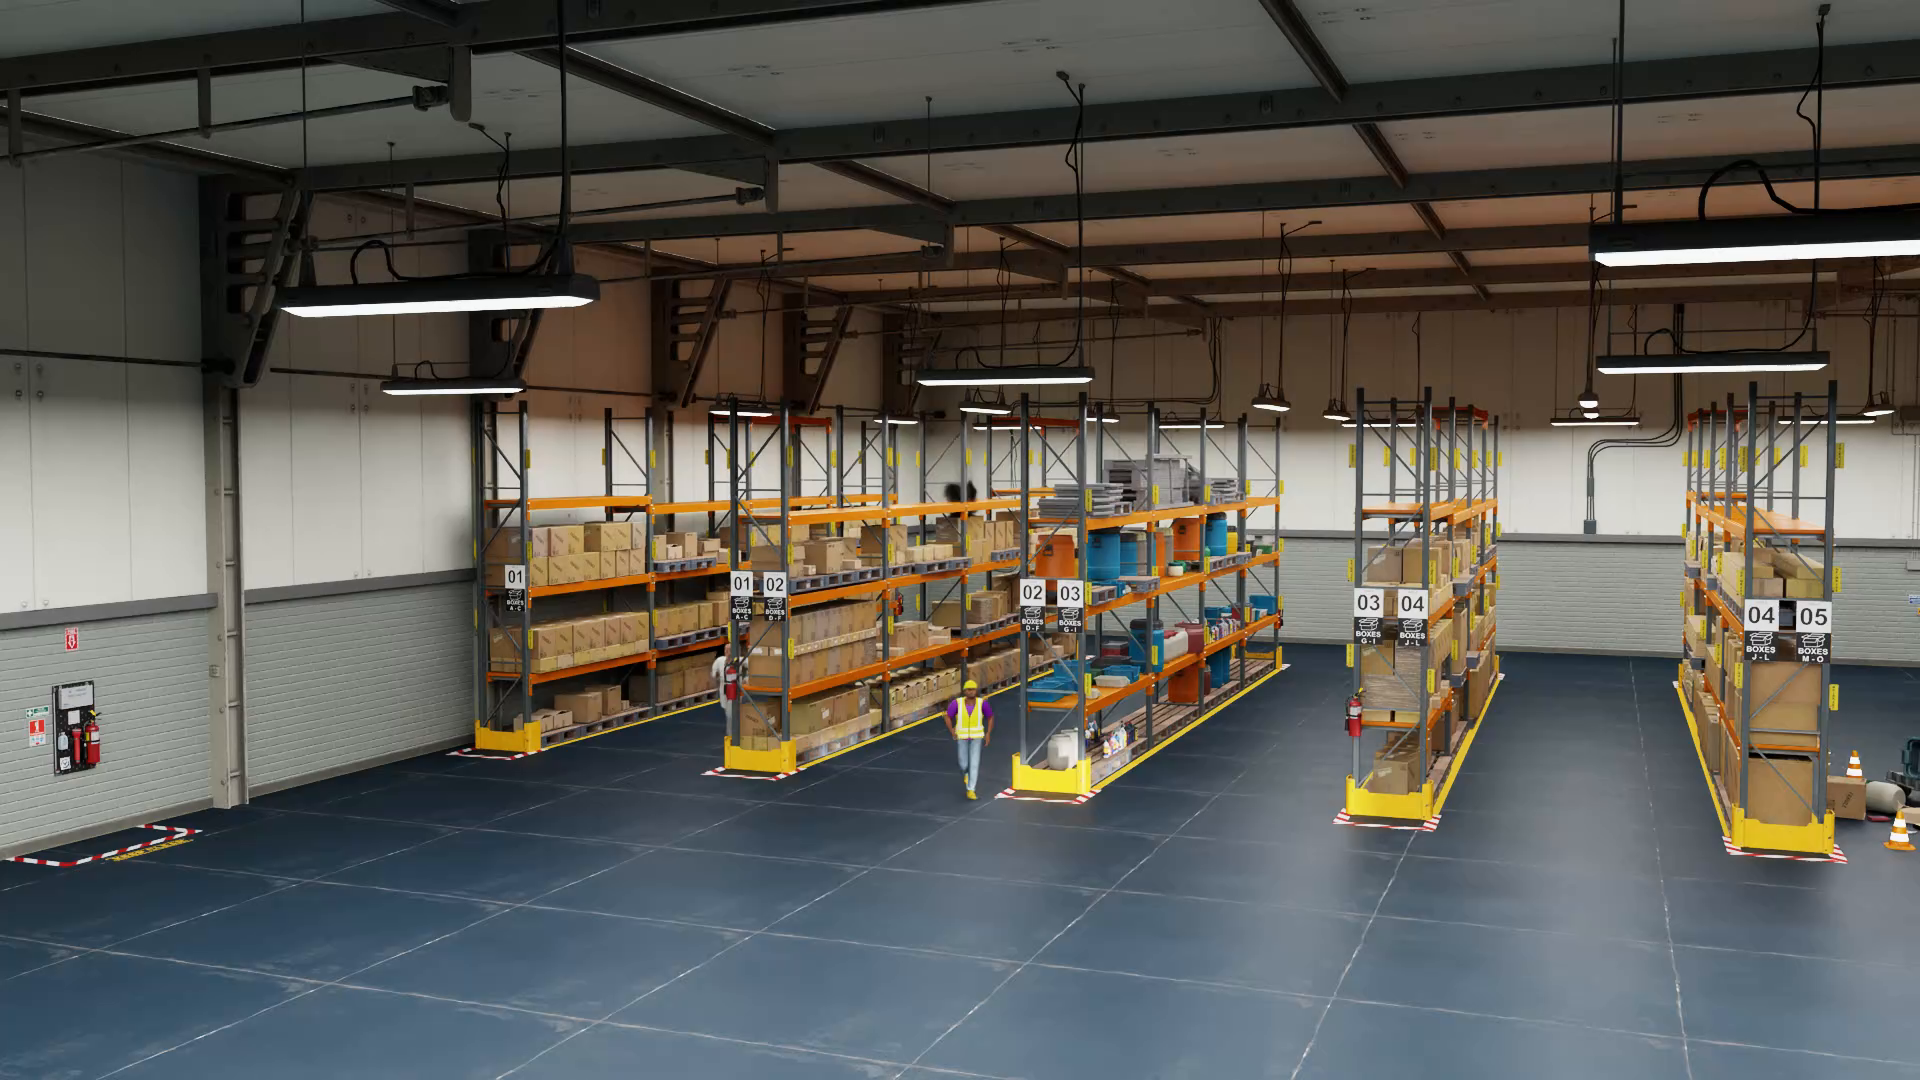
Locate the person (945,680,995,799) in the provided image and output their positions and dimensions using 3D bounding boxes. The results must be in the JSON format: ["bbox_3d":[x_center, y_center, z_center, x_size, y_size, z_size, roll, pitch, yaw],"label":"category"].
[{"bbox_3d":[0.144,2.944,24.731,0.737,1.736,0.604,0,3,2],"label":"person"}]

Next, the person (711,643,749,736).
[{"bbox_3d":[-4.011,2.712,29.197,0.672,1.836,0.896,1,3,22],"label":"person"}]
